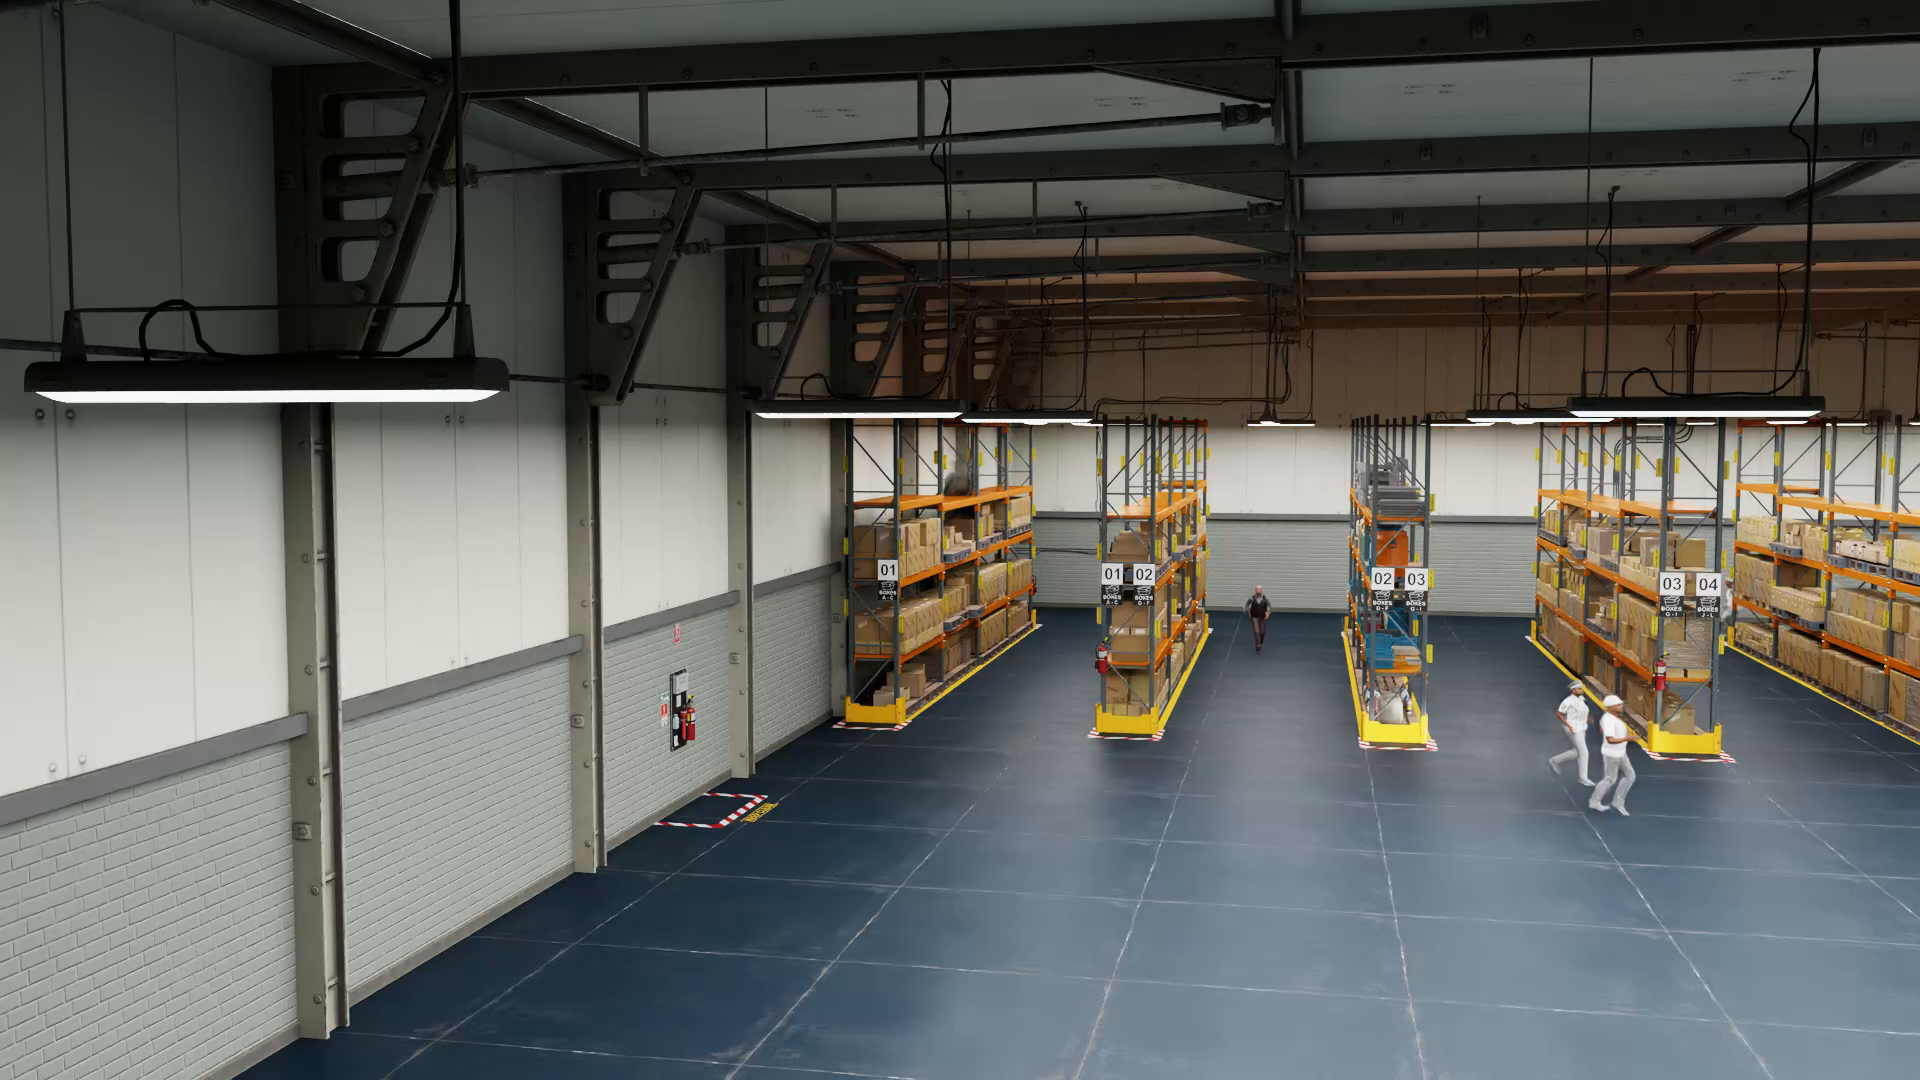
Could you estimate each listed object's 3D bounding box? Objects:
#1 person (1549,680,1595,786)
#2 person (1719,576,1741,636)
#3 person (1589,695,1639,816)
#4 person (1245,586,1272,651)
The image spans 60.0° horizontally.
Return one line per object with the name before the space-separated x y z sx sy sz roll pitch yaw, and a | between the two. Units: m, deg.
person | 9.950 3.092 26.983 0.574 1.703 0.792 -3 5 -42
person | 20.907 1.838 45.330 0.694 1.730 0.936 1 4 14
person | 9.706 3.204 24.634 0.706 1.812 0.673 3 5 35
person | 7.731 2.023 43.095 0.698 1.684 0.760 0 4 5
